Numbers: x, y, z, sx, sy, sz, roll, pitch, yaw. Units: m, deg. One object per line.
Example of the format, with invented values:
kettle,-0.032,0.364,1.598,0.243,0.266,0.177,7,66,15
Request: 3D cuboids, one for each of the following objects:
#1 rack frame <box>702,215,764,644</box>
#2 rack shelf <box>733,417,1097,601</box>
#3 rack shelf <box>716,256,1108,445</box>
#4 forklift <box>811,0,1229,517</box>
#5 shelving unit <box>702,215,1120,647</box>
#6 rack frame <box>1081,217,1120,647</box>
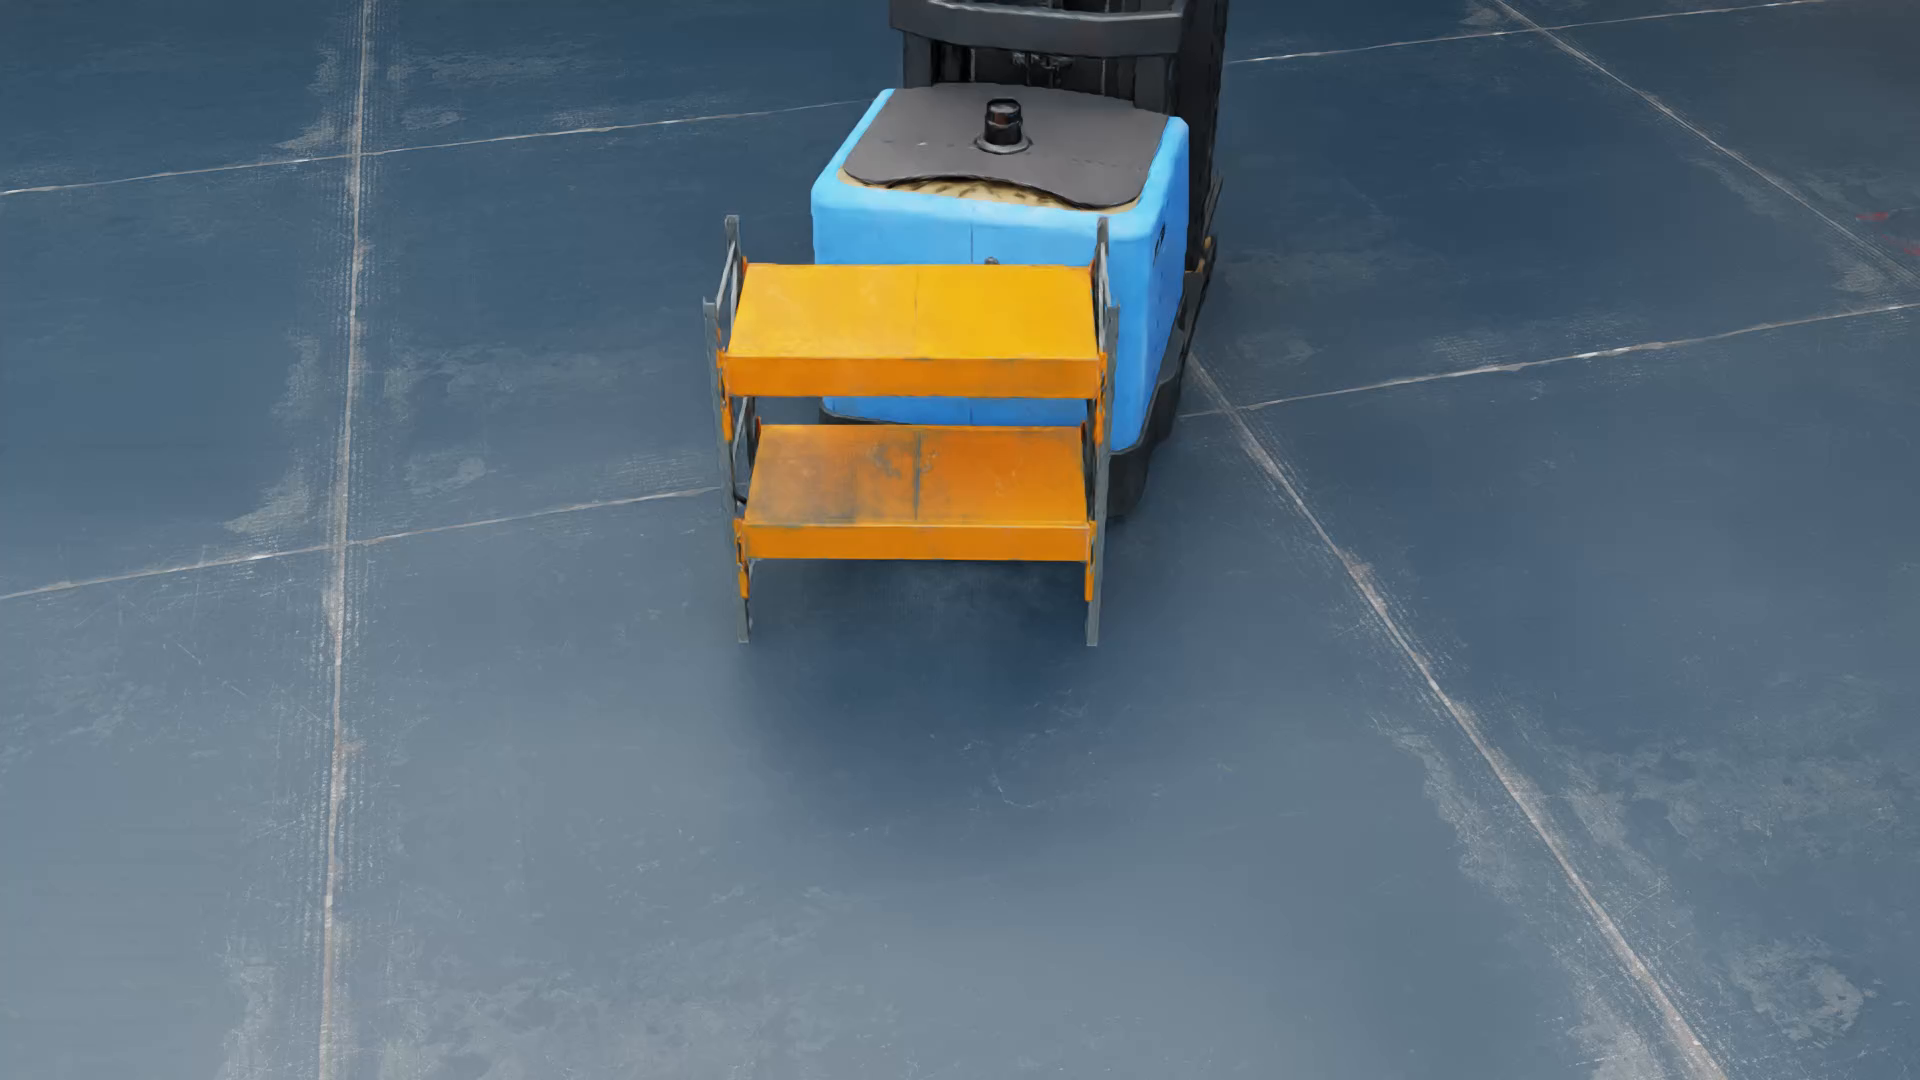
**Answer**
rack frame,-0.628,-0.295,4.710,0.032,1.125,0.500,1,37,1
rack shelf,-0.120,-0.097,4.853,1.000,0.278,0.538,1,37,1
rack shelf,-0.120,-0.523,4.526,1.000,0.278,0.538,1,37,1
forklift,0.400,-2.135,5.629,1.130,2.935,3.031,9,38,11
shelving unit,-0.120,-0.291,4.704,1.048,1.125,0.538,1,37,1
rack frame,0.388,-0.286,4.698,0.032,1.125,0.500,1,37,1
